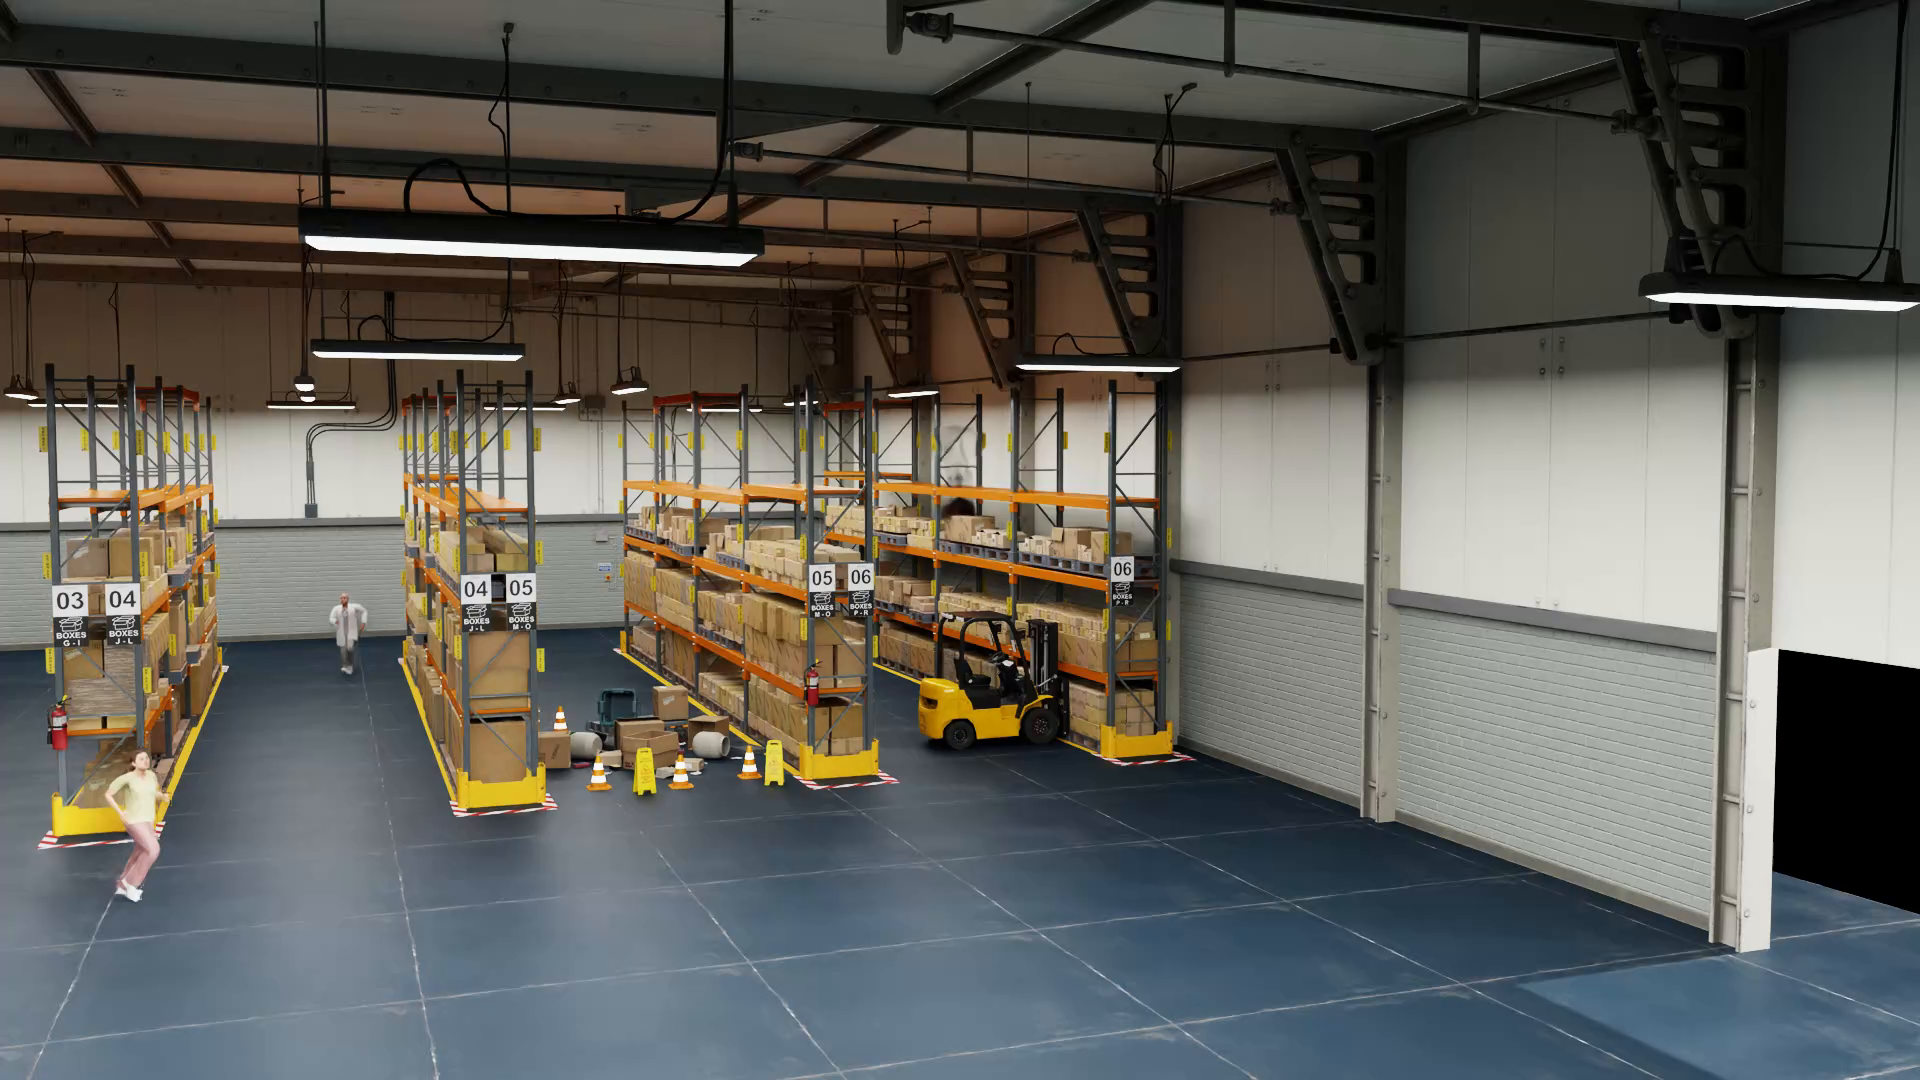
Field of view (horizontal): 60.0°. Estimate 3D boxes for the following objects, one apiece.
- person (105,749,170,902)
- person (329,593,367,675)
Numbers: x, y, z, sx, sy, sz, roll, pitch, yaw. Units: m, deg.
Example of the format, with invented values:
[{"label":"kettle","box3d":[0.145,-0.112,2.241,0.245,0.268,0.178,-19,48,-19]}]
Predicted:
[{"label":"person","box3d":[-8.969,3.119,18.235,0.632,1.640,0.555,1,3,17]},{"label":"person","box3d":[-13.179,2.023,35.811,0.730,1.767,0.929,0,3,-8]}]
